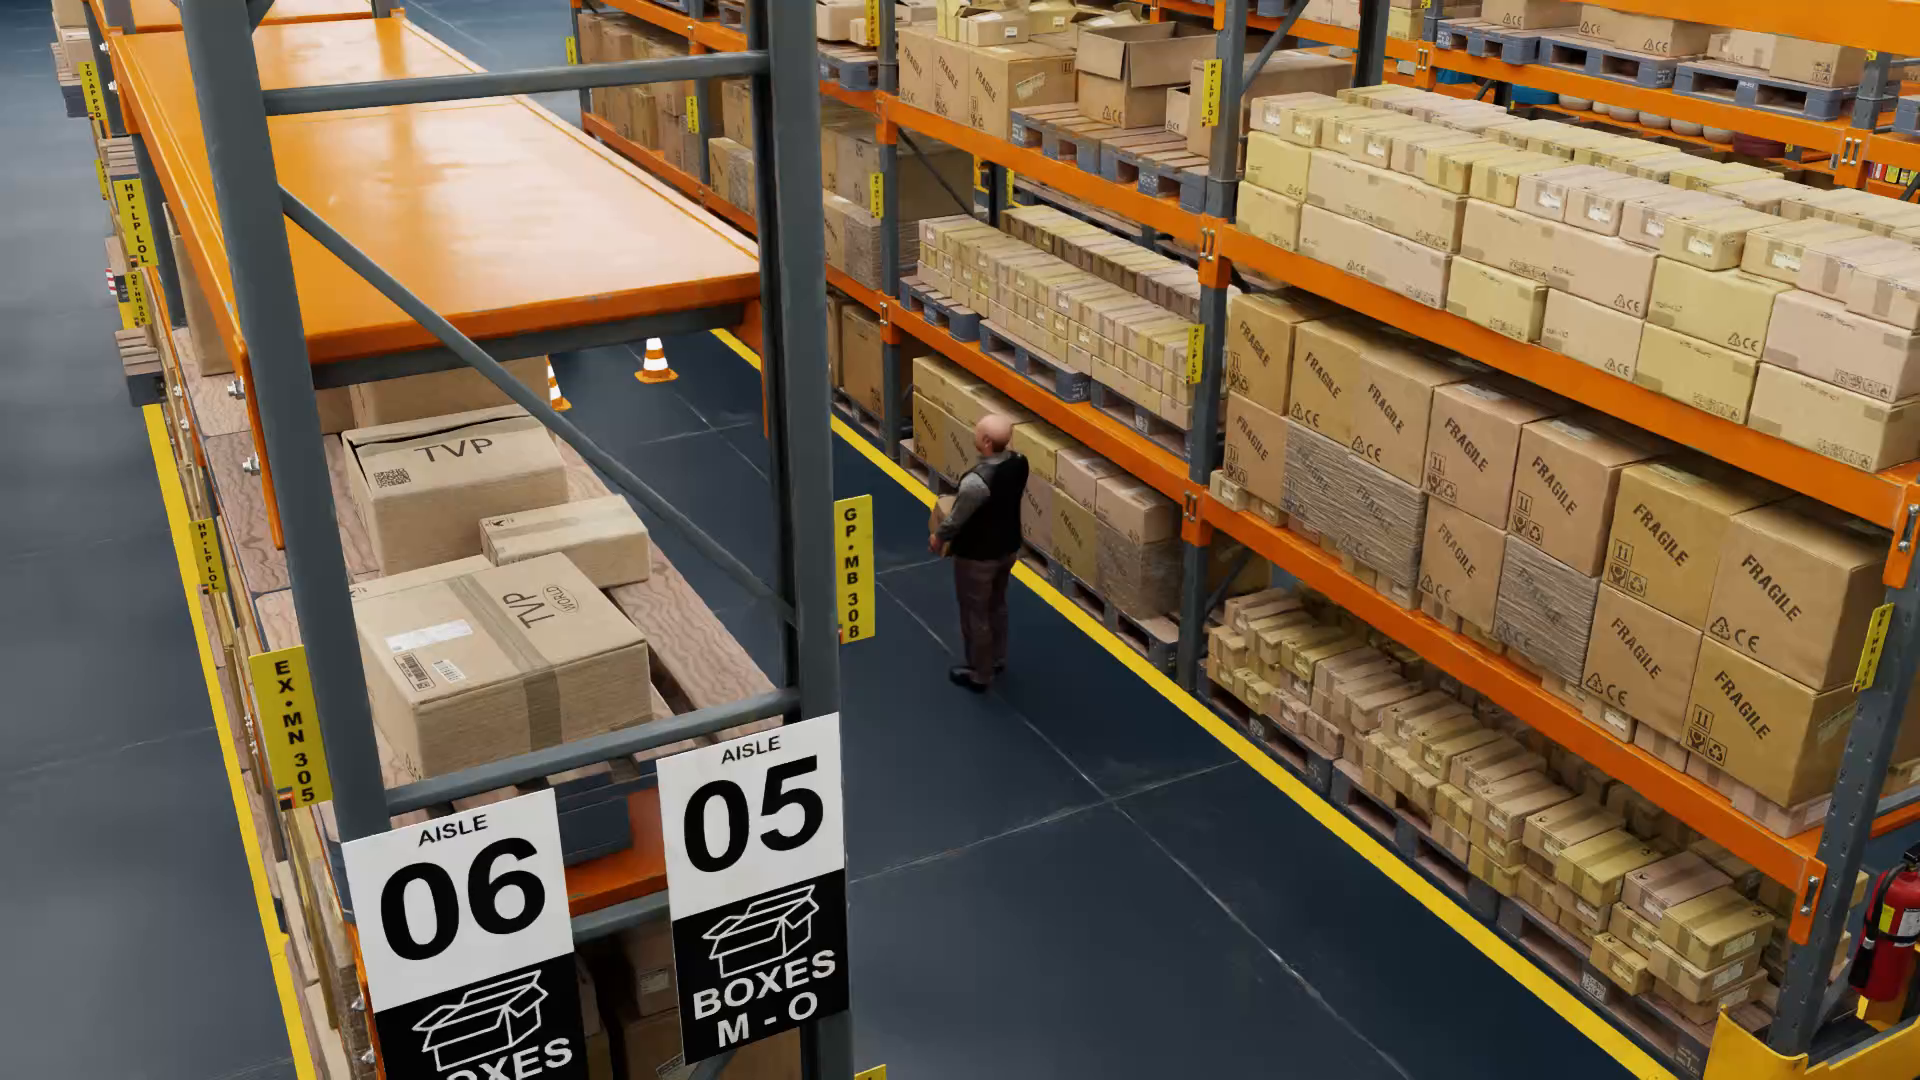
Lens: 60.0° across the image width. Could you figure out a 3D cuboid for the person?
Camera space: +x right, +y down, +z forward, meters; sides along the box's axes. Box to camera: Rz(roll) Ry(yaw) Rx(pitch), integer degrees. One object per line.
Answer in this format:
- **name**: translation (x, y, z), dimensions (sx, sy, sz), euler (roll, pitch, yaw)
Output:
- **person**: translation (0.106, 0.053, 9.551), dimensions (0.522, 1.726, 0.556), euler (19, 31, 34)
